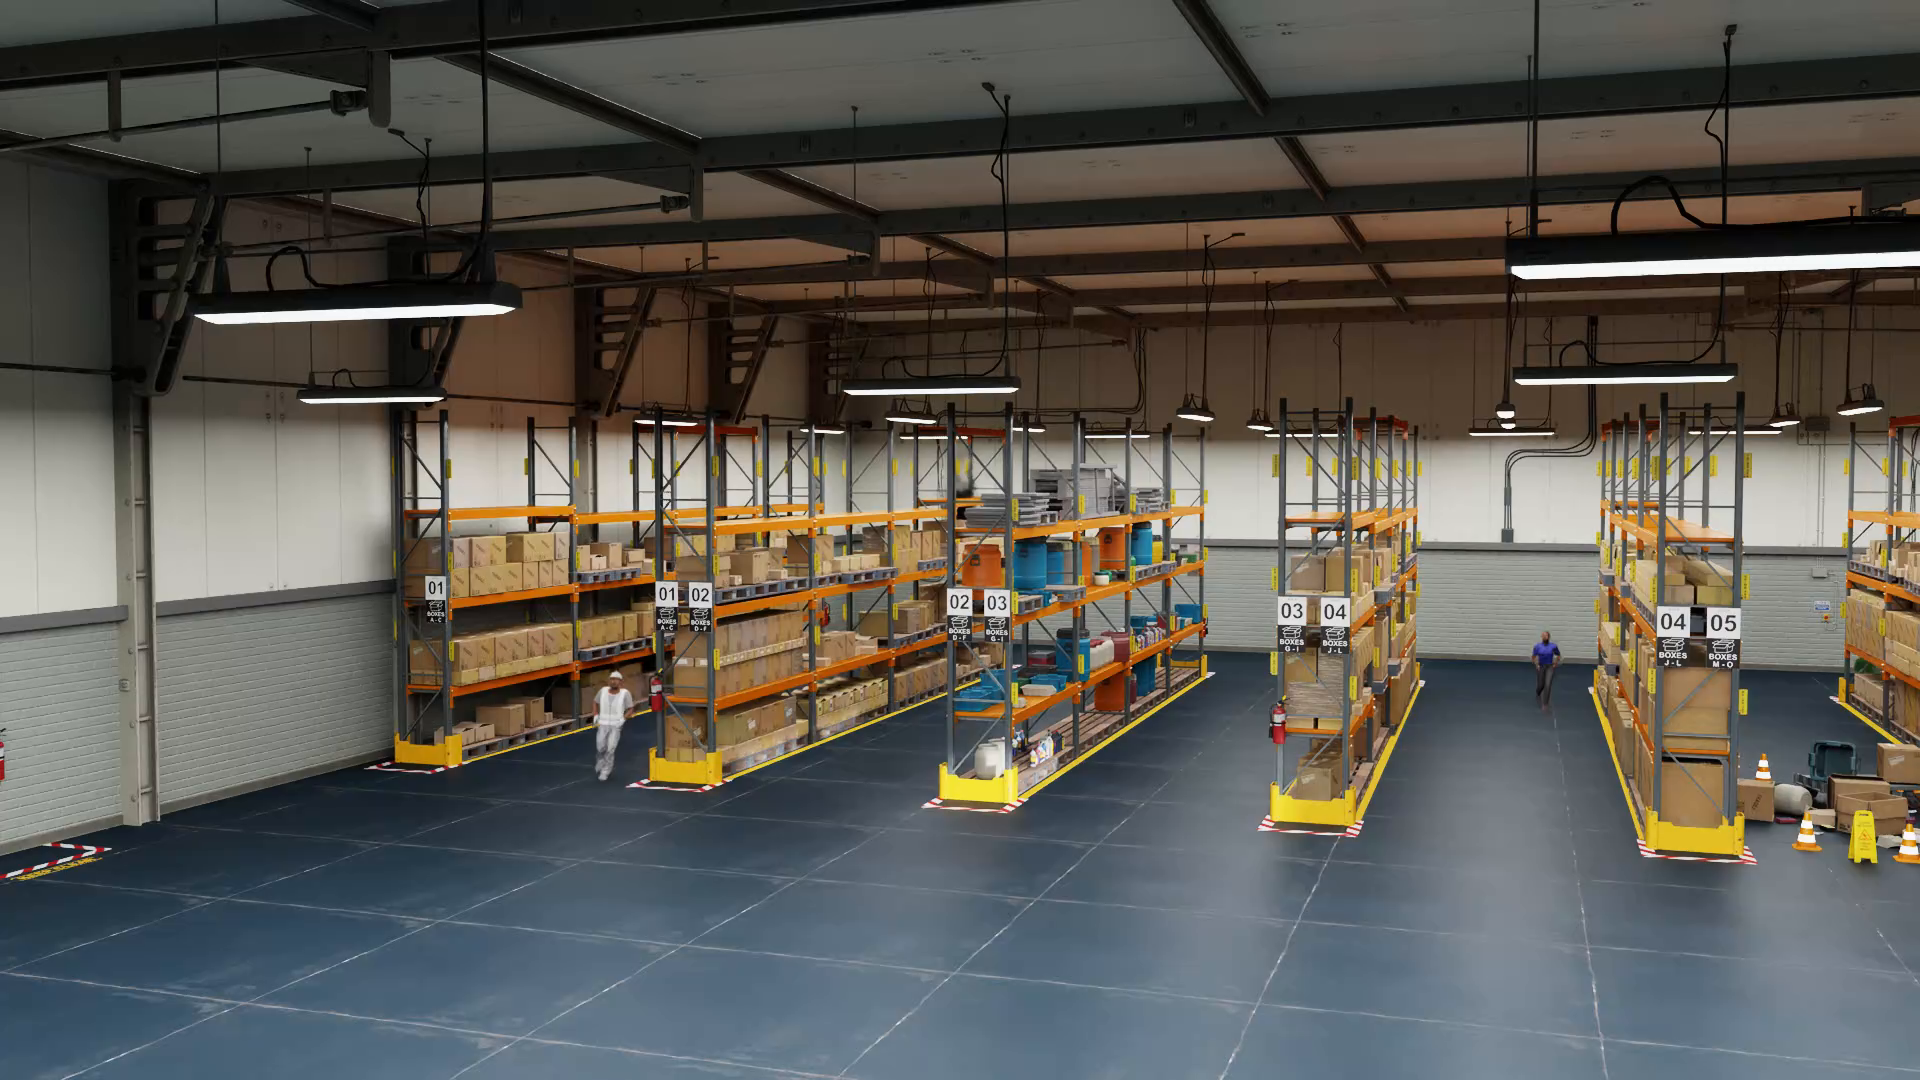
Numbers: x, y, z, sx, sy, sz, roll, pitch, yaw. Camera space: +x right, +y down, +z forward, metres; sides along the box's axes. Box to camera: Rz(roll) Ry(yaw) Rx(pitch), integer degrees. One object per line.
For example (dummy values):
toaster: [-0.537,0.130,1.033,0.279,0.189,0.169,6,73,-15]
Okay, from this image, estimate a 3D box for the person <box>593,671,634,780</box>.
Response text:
person: [-5.609,2.997,26.865,0.679,1.752,0.564,0,2,-3]

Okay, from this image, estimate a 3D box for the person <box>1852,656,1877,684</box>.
person: [19.958,2.534,36.692,0.684,1.774,0.955,-2,3,-42]

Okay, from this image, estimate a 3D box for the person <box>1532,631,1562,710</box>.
person: [12.252,2.716,34.734,0.581,1.638,0.658,1,3,21]

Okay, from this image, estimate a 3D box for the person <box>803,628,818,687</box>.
person: [-3.125,2.660,35.136,0.662,1.669,0.509,1,3,20]
